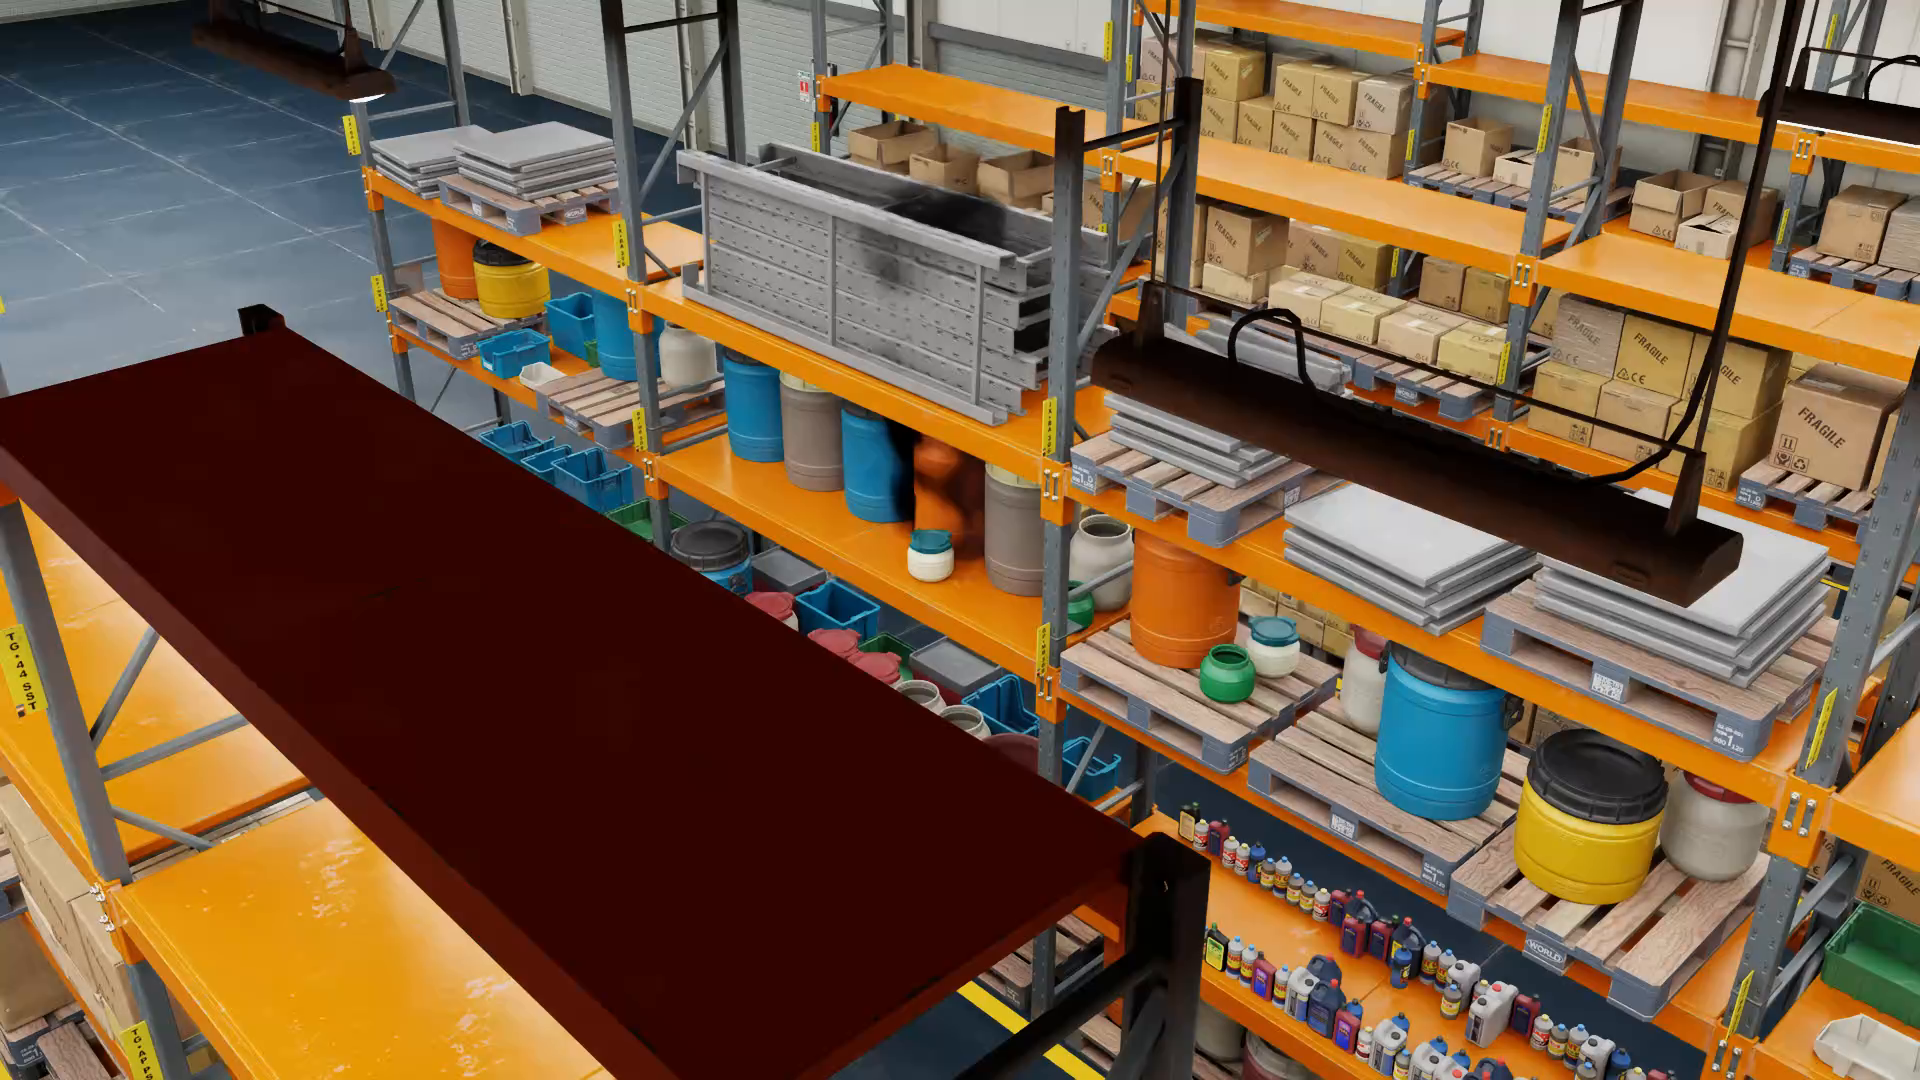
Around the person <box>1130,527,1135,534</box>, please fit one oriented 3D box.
[{"bbox_3d":[1.392,0.664,13.168,0.815,1.777,0.670,21,35,34],"label":"person"}]

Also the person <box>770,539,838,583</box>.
[{"bbox_3d":[-1.451,-0.149,14.801,0.656,1.723,0.650,21,35,34],"label":"person"}]
